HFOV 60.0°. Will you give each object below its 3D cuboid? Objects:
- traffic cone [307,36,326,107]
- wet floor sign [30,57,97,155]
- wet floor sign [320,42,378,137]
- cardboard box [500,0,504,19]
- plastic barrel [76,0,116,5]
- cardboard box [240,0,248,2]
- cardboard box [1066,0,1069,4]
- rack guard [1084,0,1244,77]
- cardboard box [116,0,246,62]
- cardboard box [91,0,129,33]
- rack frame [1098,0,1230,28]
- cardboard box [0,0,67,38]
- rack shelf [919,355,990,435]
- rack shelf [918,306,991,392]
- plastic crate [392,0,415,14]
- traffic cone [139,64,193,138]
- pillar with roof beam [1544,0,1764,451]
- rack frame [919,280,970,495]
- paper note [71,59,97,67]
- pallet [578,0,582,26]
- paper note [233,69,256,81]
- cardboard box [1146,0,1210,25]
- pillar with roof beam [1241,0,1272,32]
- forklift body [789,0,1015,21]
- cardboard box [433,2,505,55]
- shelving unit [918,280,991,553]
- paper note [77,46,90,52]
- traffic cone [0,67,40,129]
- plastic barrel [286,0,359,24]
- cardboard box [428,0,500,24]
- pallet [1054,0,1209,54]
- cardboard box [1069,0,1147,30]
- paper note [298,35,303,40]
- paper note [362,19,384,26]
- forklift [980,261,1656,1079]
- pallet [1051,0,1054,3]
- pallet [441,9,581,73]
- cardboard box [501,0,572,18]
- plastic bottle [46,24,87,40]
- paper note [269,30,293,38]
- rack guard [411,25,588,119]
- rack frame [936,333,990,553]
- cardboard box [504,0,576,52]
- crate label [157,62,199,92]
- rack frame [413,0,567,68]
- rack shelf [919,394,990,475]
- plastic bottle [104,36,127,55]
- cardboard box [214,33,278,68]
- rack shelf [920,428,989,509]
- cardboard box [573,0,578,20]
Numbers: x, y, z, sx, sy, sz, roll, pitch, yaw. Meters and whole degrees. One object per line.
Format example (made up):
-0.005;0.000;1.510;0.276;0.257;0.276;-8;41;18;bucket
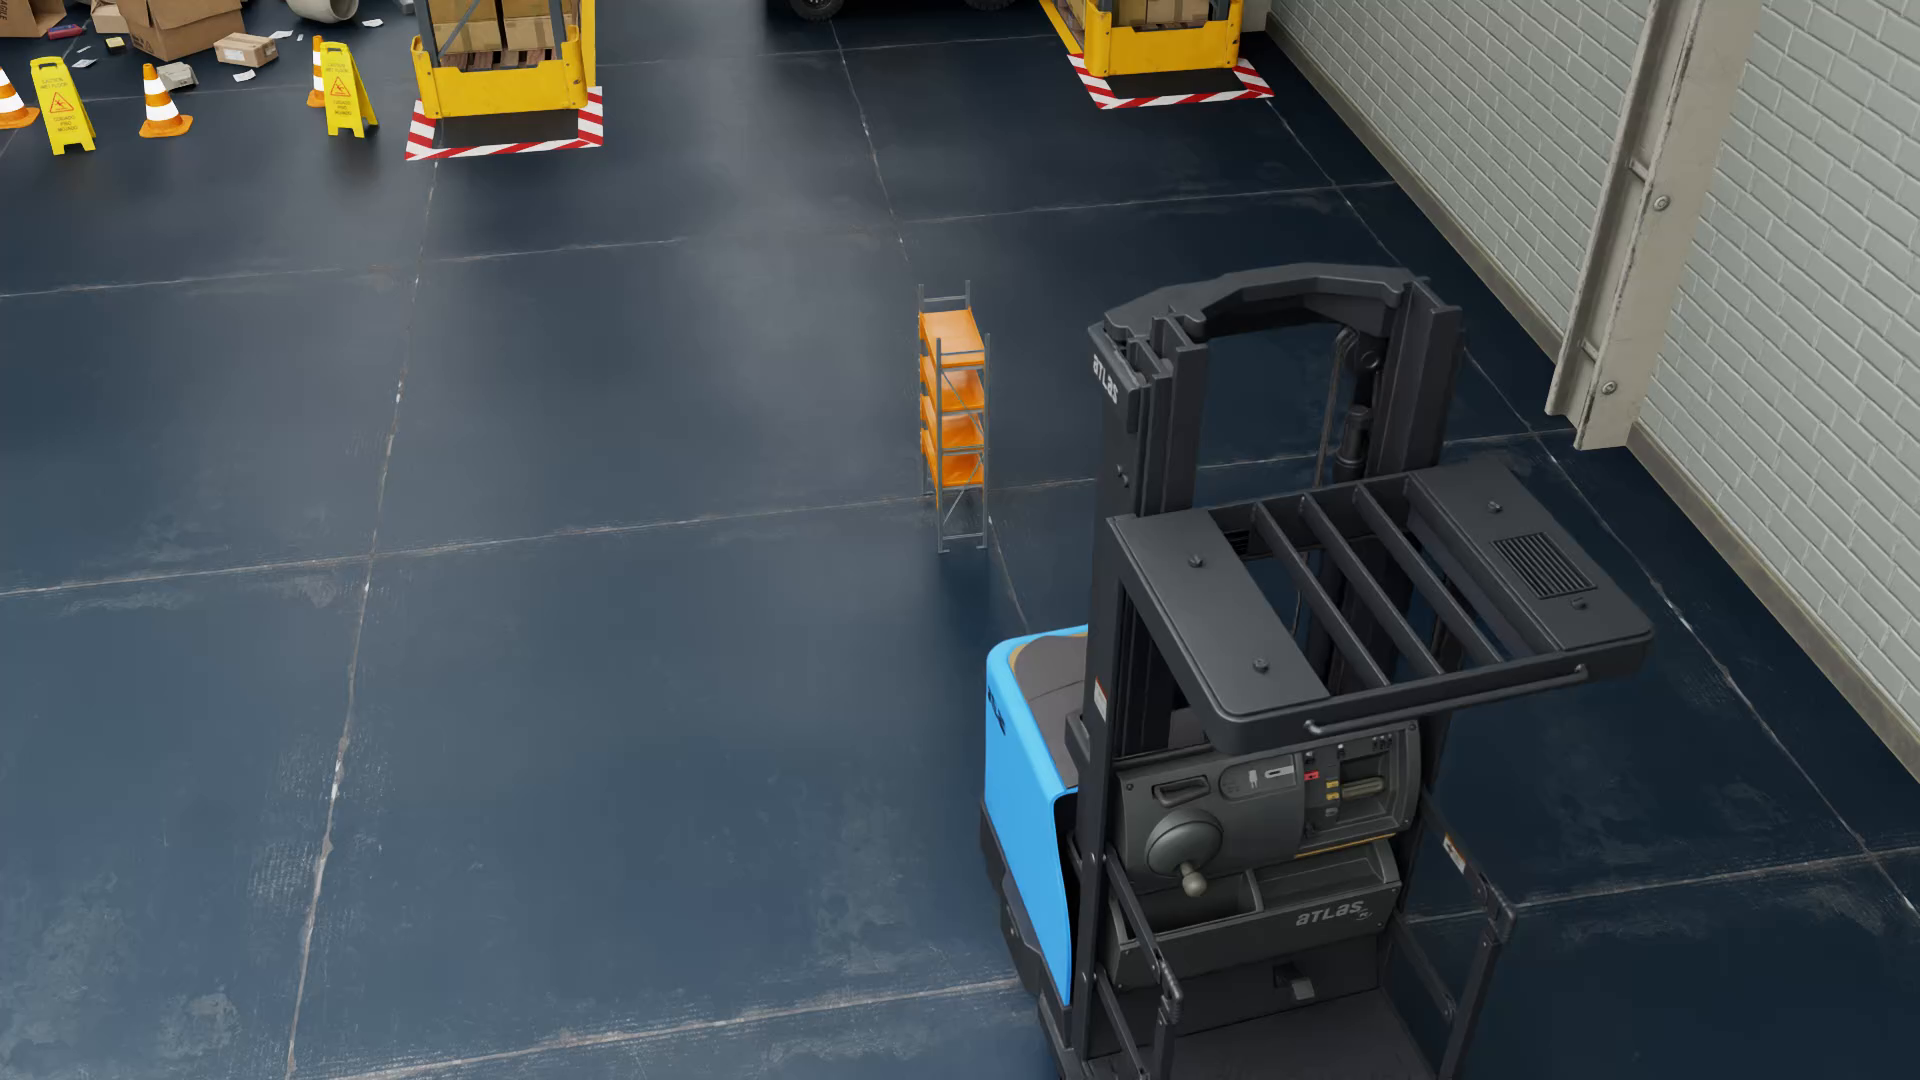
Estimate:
-4.680;-3.481;12.254;0.336;0.463;0.334;-6;38;-8;traffic cone
-6.236;-3.035;11.530;0.267;0.644;0.232;-13;40;-16;wet floor sign
-4.355;-3.203;11.746;0.267;0.644;0.232;6;38;8;wet floor sign
-3.824;-4.215;13.030;0.500;0.250;0.500;-6;38;-8;cardboard box
-7.182;-4.647;13.787;0.512;0.421;0.421;19;42;23;plastic barrel
-6.307;-4.783;13.785;0.797;0.637;0.503;-6;38;-8;cardboard box
1.080;-4.530;13.434;0.500;0.250;0.500;-6;38;-8;cardboard box
1.556;-3.897;12.758;1.175;0.500;0.348;-6;38;-8;rack guard
-6.135;-4.165;13.101;0.637;0.503;0.797;27;45;30;cardboard box
-6.777;-4.265;13.423;0.396;0.266;0.258;0;38;0;cardboard box
1.552;-4.898;12.010;1.000;3.000;0.127;-6;38;-8;rack frame
-7.609;-4.371;13.367;0.500;0.500;0.500;0;38;0;cardboard box
-0.029;-0.697;7.815;0.258;0.148;0.480;-6;38;-8;rack shelf
-0.029;-0.884;7.669;0.258;0.148;0.480;-6;38;-8;rack shelf
-4.568;-4.589;13.991;0.402;0.080;0.583;-20;42;-23;plastic crate
-5.713;-3.157;11.836;0.336;0.463;0.334;-6;38;-8;traffic cone
-0.869;-3.698;5.575;9.100;9.000;0.400;-6;38;-8;pillar with roof beam
-0.072;-0.721;8.100;0.240;1.200;0.015;-6;38;-8;rack frame
-6.786;-3.700;12.889;0.144;0.017;0.142;6;38;8;paper note
-3.666;-4.537;13.818;1.003;0.211;1.213;-6;38;-8;pallet
-5.460;-3.547;12.690;0.148;0.019;0.142;-20;42;-23;paper note
1.658;-4.296;13.134;0.500;0.250;0.500;-6;38;-8;cardboard box
-1.921;-7.322;10.240;9.100;9.000;0.400;-6;38;-8;pillar with roof beam
-0.577;-5.512;13.492;2.313;2.155;1.214;-6;38;-8;forklift body
-3.745;-3.916;12.645;0.500;0.250;0.500;-6;38;-8;cardboard box
-0.029;-0.574;7.911;0.258;1.200;0.503;-6;38;-8;shelving unit
-6.918;-3.874;13.129;0.032;0.001;0.123;13;40;16;paper note
-6.885;-3.241;11.944;0.336;0.463;0.334;-6;38;-8;traffic cone
-5.187;-4.430;13.507;0.512;0.421;0.421;19;42;23;plastic barrel
-3.732;-4.194;12.391;0.500;0.500;0.500;-6;38;-8;cardboard box
1.376;-4.255;13.454;1.003;0.211;1.213;-6;38;-8;pallet
1.158;-4.228;13.046;0.500;0.250;0.500;-6;38;-8;cardboard box
-5.286;-4.028;13.326;0.032;0.001;0.123;-6;38;-8;paper note
-4.787;-4.222;13.559;0.142;0.019;0.148;-20;42;-23;paper note
0.969;0.845;4.673;1.130;2.935;3.031;-10;39;-12;forklift
1.166;-4.990;14.401;1.003;0.211;1.213;-6;38;-8;pallet
-3.455;-3.801;12.871;1.003;0.211;1.213;-6;38;-8;pallet
-3.208;-4.270;12.488;0.500;0.500;0.500;-7;38;-9;cardboard box
-7.175;-4.090;13.365;0.283;0.061;0.133;-20;42;-23;plastic bottle
-5.461;-4.071;13.375;0.148;0.019;0.142;6;38;8;paper note
-3.348;-3.421;12.146;1.175;0.500;0.348;-6;38;-8;rack guard
0.014;-0.426;7.721;0.240;1.200;0.015;-6;38;-8;rack frame
-3.204;-3.959;12.700;0.500;0.250;0.500;-7;38;-8;cardboard box
-5.912;-3.496;12.539;0.250;0.136;0.298;-27;45;-31;crate label
-3.334;-4.362;11.320;1.000;3.000;0.127;-6;38;-8;rack frame
-0.029;-0.521;7.952;0.258;0.148;0.480;-6;38;-8;rack shelf
-6.679;-3.916;13.141;0.133;0.061;0.283;-20;42;-23;plastic bottle
-5.553;-3.810;12.933;0.380;0.149;0.250;13;40;16;cardboard box
-0.029;-0.364;8.074;0.258;0.148;0.480;-6;38;-8;rack shelf
-3.286;-4.268;13.098;0.500;0.250;0.500;-5;38;-6;cardboard box
